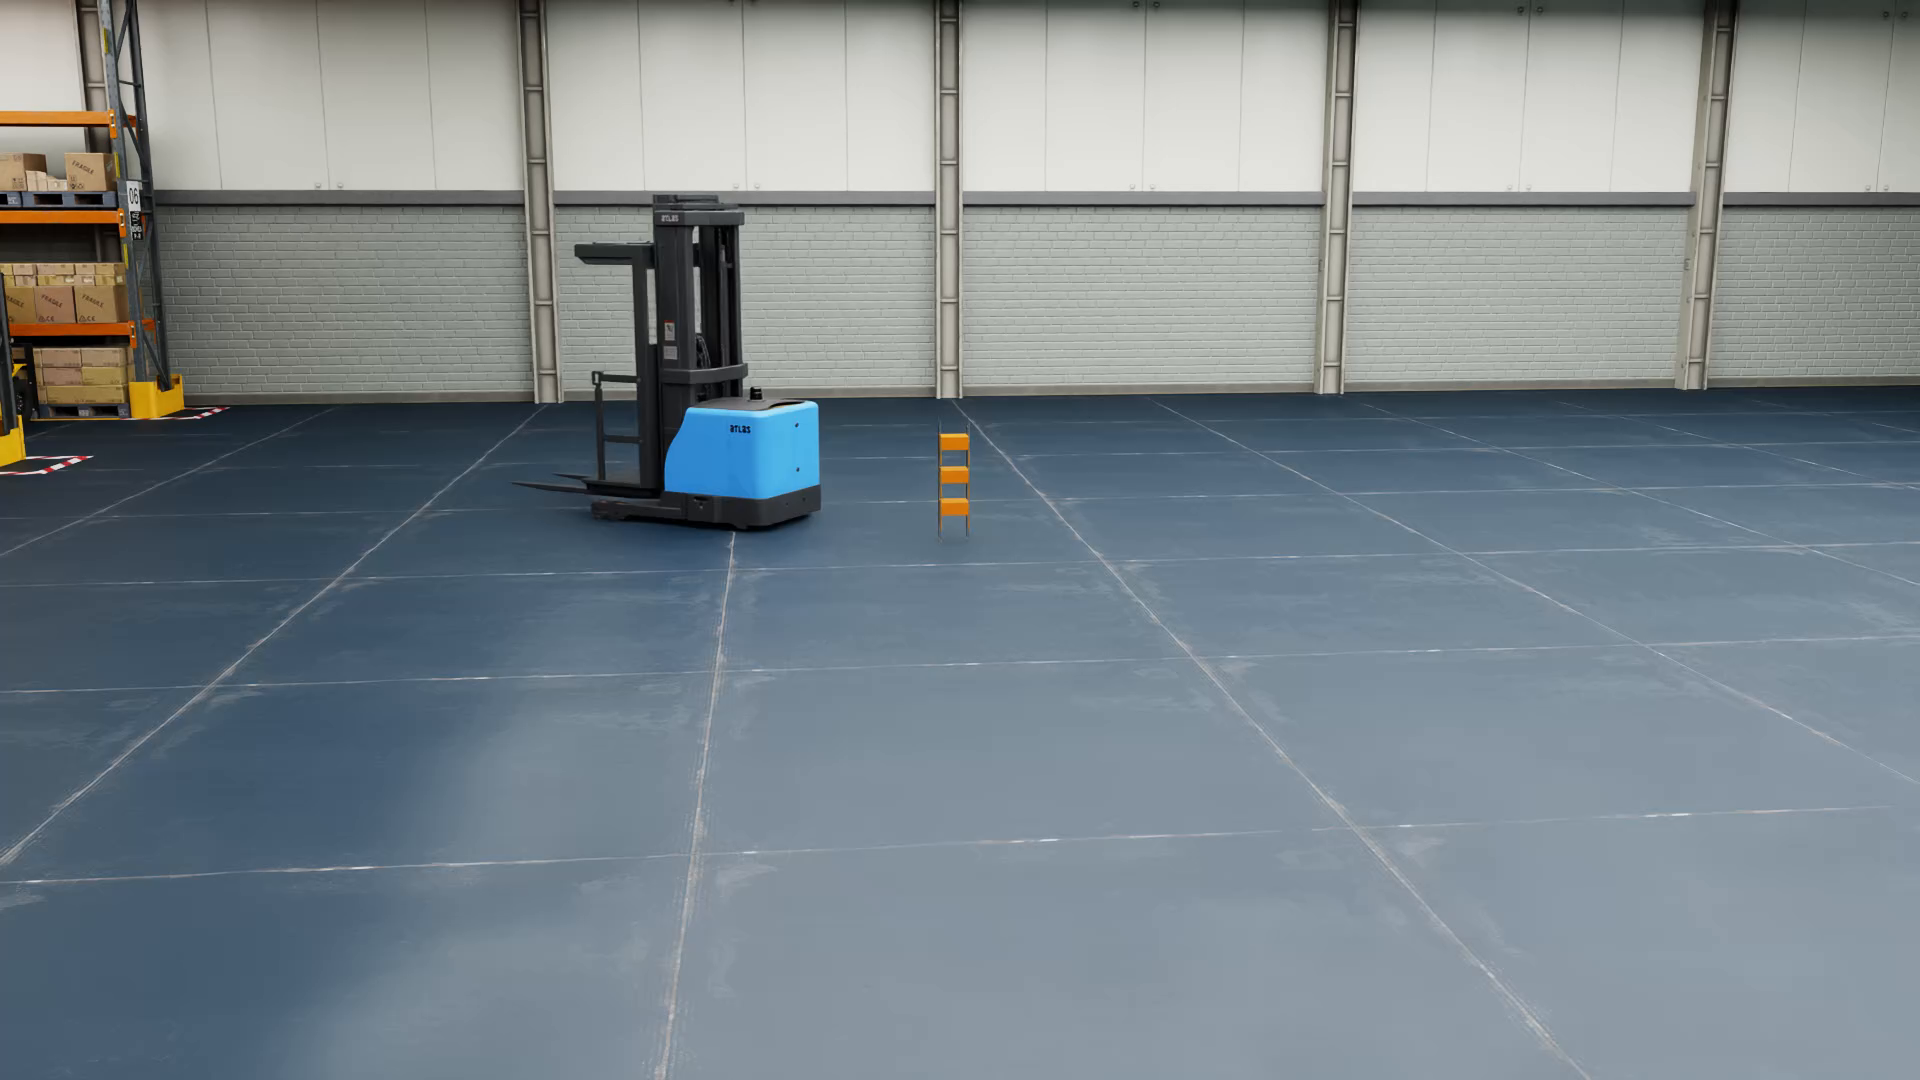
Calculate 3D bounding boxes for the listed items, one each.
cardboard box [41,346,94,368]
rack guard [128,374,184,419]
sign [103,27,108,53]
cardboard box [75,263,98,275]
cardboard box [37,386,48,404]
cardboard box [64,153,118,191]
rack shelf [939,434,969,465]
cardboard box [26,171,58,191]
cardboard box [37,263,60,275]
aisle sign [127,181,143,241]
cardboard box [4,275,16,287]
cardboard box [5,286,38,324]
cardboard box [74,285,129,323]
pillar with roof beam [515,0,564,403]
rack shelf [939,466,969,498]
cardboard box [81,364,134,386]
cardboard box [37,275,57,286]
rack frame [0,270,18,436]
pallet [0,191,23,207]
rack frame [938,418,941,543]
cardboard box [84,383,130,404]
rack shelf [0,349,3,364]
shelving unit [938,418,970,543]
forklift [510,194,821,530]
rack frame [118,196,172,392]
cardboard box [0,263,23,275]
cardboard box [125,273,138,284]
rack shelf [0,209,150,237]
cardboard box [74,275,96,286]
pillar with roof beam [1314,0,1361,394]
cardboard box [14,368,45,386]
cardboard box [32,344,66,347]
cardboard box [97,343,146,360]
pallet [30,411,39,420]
[{"bbox_3d":[-12.245,-2.519,22.853,0.500,0.250,0.500,-1,11,-5],"label":"cardboard box"},{"bbox_3d":[-11.290,-2.027,23.382,0.348,0.500,1.175,-1,11,-6],"label":"rack guard"},{"bbox_3d":[-11.269,-6.589,21.931,0.005,0.325,0.100,-1,11,-6],"label":"sign"},{"bbox_3d":[-11.889,-3.707,22.737,0.250,0.149,0.380,-1,11,-6],"label":"cardboard box"},{"bbox_3d":[-12.741,-2.022,22.917,0.500,0.250,0.500,-1,11,-5],"label":"cardboard box"},{"bbox_3d":[-11.728,-4.973,22.504,0.500,0.500,0.500,-1,11,-4],"label":"cardboard box"},{"bbox_3d":[-0.053,-0.782,14.208,0.240,0.259,0.215,-1,11,-6],"label":"rack shelf"},{"bbox_3d":[-12.357,-4.833,22.400,0.258,0.266,0.396,-1,11,-6],"label":"cardboard box"},{"bbox_3d":[-12.402,-3.706,22.729,0.250,0.149,0.380,-1,11,-6],"label":"cardboard box"},{"bbox_3d":[-11.217,-4.473,22.608,0.004,0.787,0.394,-1,11,-6],"label":"aisle sign"},{"bbox_3d":[-12.901,-3.528,22.596,0.250,0.149,0.380,-1,11,-6],"label":"cardboard box"},{"bbox_3d":[-12.801,-3.221,22.719,0.500,0.500,0.500,-1,11,-7],"label":"cardboard box"},{"bbox_3d":[-11.775,-3.241,22.820,0.500,0.500,0.500,-1,11,-7],"label":"cardboard box"},{"bbox_3d":[-5.674,-5.654,19.801,0.400,9.000,9.100,-1,11,-6],"label":"pillar with roof beam"},{"bbox_3d":[-0.053,-0.504,14.263,0.240,0.259,0.215,-1,11,-6],"label":"rack shelf"},{"bbox_3d":[-11.764,-2.285,22.958,0.500,0.250,0.500,-1,11,-7],"label":"cardboard box"},{"bbox_3d":[-12.391,-3.552,22.717,0.250,0.149,0.380,-1,11,-6],"label":"cardboard box"},{"bbox_3d":[-10.774,-2.301,18.296,0.127,3.000,1.000,-1,11,-6],"label":"rack frame"},{"bbox_3d":[-13.235,-4.645,22.675,1.213,0.211,1.003,-1,11,-6],"label":"pallet"},{"bbox_3d":[-0.174,-0.511,14.248,0.008,1.050,0.200,-1,11,-6],"label":"rack frame"},{"bbox_3d":[-11.747,-2.039,23.005,0.500,0.250,0.500,-1,11,-6],"label":"cardboard box"},{"bbox_3d":[-12.762,-1.906,18.154,4.000,0.370,1.077,-1,11,-6],"label":"rack shelf"},{"bbox_3d":[-0.053,-0.514,14.261,0.252,1.050,0.215,-1,11,-6],"label":"shelving unit"},{"bbox_3d":[-2.841,-1.703,15.433,3.031,2.935,1.130,5,12,26],"label":"forklift"},{"bbox_3d":[-11.314,-3.253,23.138,0.127,3.000,1.000,-1,11,-6],"label":"rack frame"},{"bbox_3d":[-12.905,-3.672,22.560,0.250,0.149,0.380,-1,11,-5],"label":"cardboard box"},{"bbox_3d":[-11.679,-3.663,23.283,0.250,0.149,0.380,-1,11,-8],"label":"cardboard box"},{"bbox_3d":[-13.302,-4.330,22.706,4.000,0.370,1.077,-1,11,-6],"label":"rack shelf"},{"bbox_3d":[-11.879,-3.548,22.699,0.250,0.149,0.380,-1,11,-5],"label":"cardboard box"},{"bbox_3d":[6.256,-5.904,21.072,0.400,9.000,9.100,-1,11,-6],"label":"pillar with roof beam"},{"bbox_3d":[-12.775,-2.262,22.840,0.500,0.250,0.500,-1,11,-7],"label":"cardboard box"},{"bbox_3d":[-12.807,-2.607,23.301,0.500,0.250,0.500,-1,11,-6],"label":"cardboard box"},{"bbox_3d":[-11.812,-2.627,23.400,0.500,0.250,0.500,-1,11,-7],"label":"cardboard box"},{"bbox_3d":[-13.280,-1.836,23.159,1.213,0.211,1.003,-1,11,-6],"label":"pallet"}]
